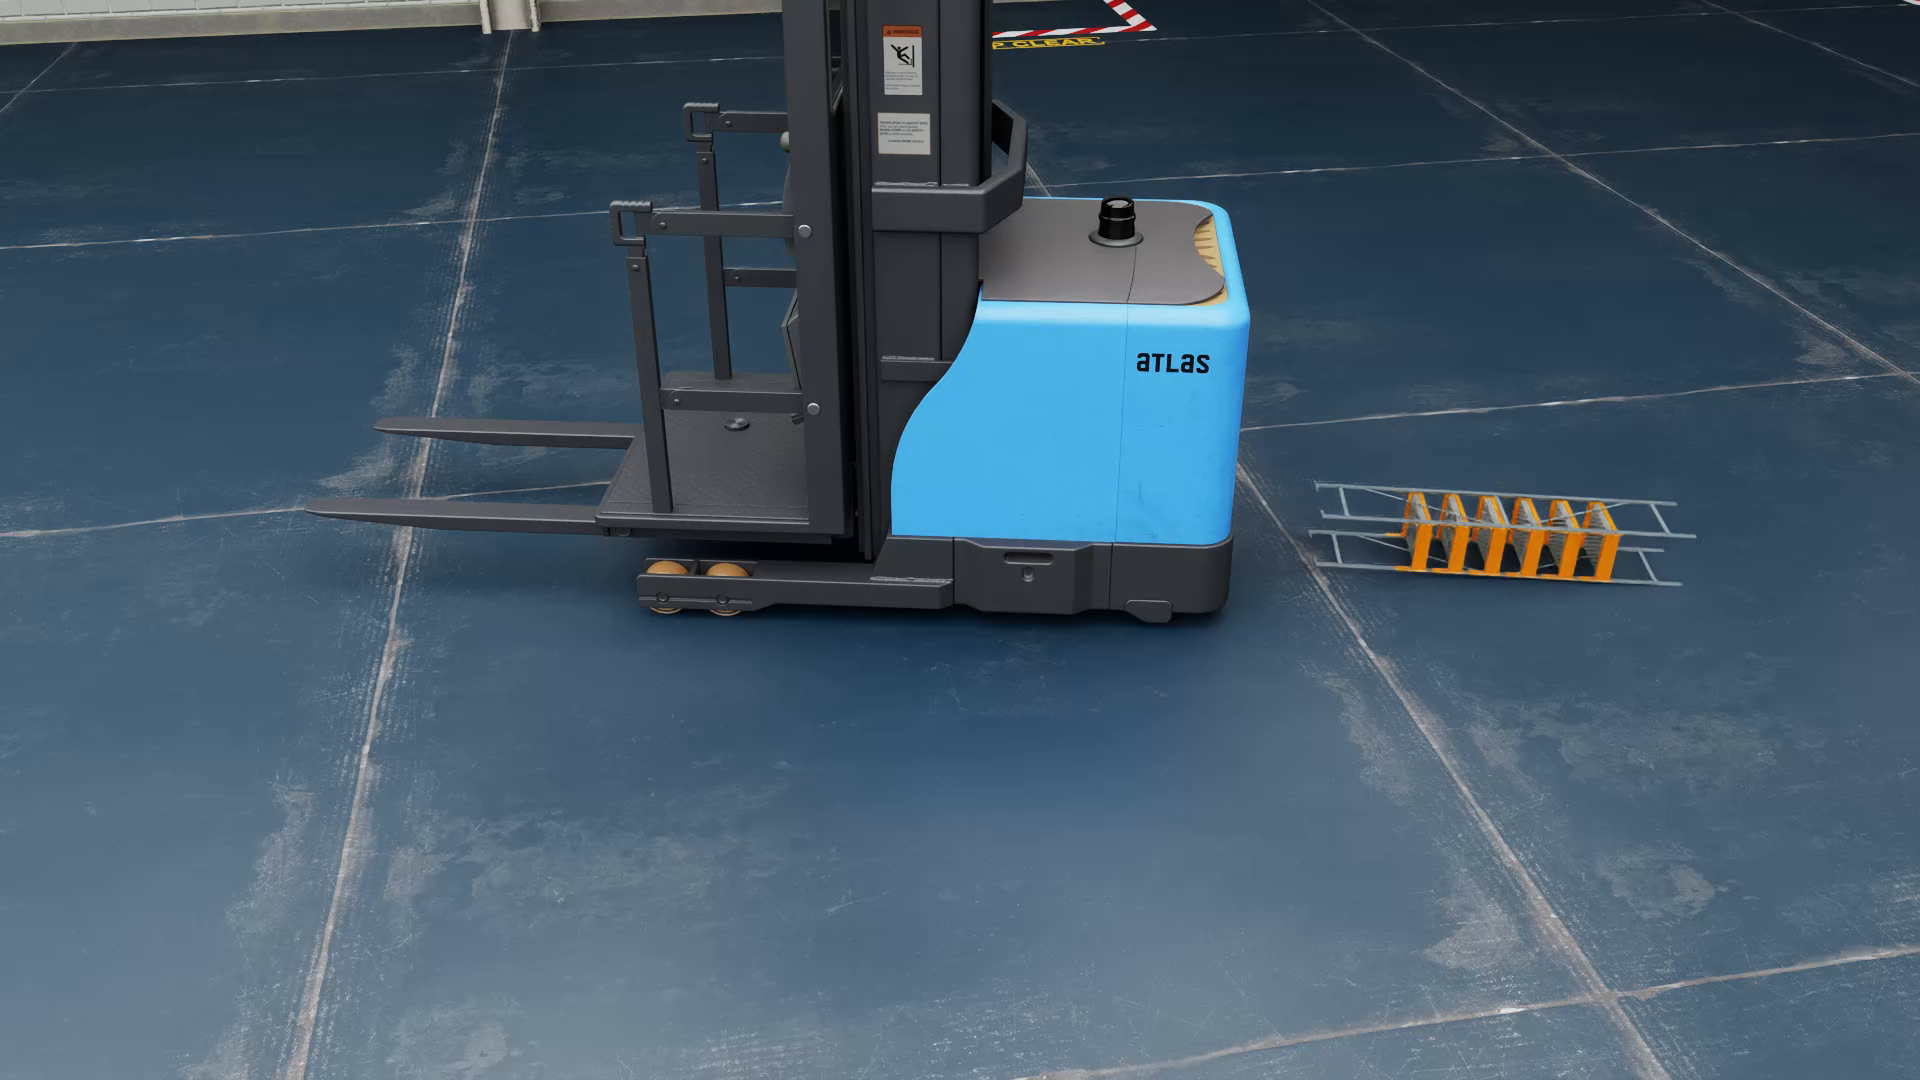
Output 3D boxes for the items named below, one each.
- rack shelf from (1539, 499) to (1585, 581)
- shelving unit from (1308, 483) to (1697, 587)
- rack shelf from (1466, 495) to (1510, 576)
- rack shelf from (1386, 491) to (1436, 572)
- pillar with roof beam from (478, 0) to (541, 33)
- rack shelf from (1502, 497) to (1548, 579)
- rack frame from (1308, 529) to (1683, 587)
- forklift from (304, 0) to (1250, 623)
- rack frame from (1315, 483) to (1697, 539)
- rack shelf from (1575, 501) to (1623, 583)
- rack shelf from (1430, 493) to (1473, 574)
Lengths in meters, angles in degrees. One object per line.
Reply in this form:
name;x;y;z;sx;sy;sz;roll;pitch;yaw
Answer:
rack shelf;1.992;-0.009;5.564;0.103;0.180;0.258;3;30;4
shelving unit;1.798;-0.020;5.576;1.200;0.189;0.258;3;30;4
rack shelf;1.753;-0.022;5.579;0.103;0.180;0.258;3;30;4
rack shelf;1.514;-0.036;5.594;0.103;0.180;0.258;3;30;4
pillar with roof beam;-2.478;-5.462;6.161;0.400;9.000;9.100;-5;31;-9
rack shelf;1.873;-0.016;5.571;0.103;0.180;0.258;3;30;4
rack frame;1.796;0.059;5.622;1.200;0.006;0.240;3;30;4
forklift;-0.629;-1.285;5.044;3.031;2.935;1.130;2;31;3
rack frame;1.799;-0.099;5.530;1.200;0.006;0.240;3;30;4
rack shelf;2.112;-0.002;5.556;0.103;0.180;0.258;3;30;4
rack shelf;1.634;-0.029;5.587;0.103;0.180;0.258;3;30;4
